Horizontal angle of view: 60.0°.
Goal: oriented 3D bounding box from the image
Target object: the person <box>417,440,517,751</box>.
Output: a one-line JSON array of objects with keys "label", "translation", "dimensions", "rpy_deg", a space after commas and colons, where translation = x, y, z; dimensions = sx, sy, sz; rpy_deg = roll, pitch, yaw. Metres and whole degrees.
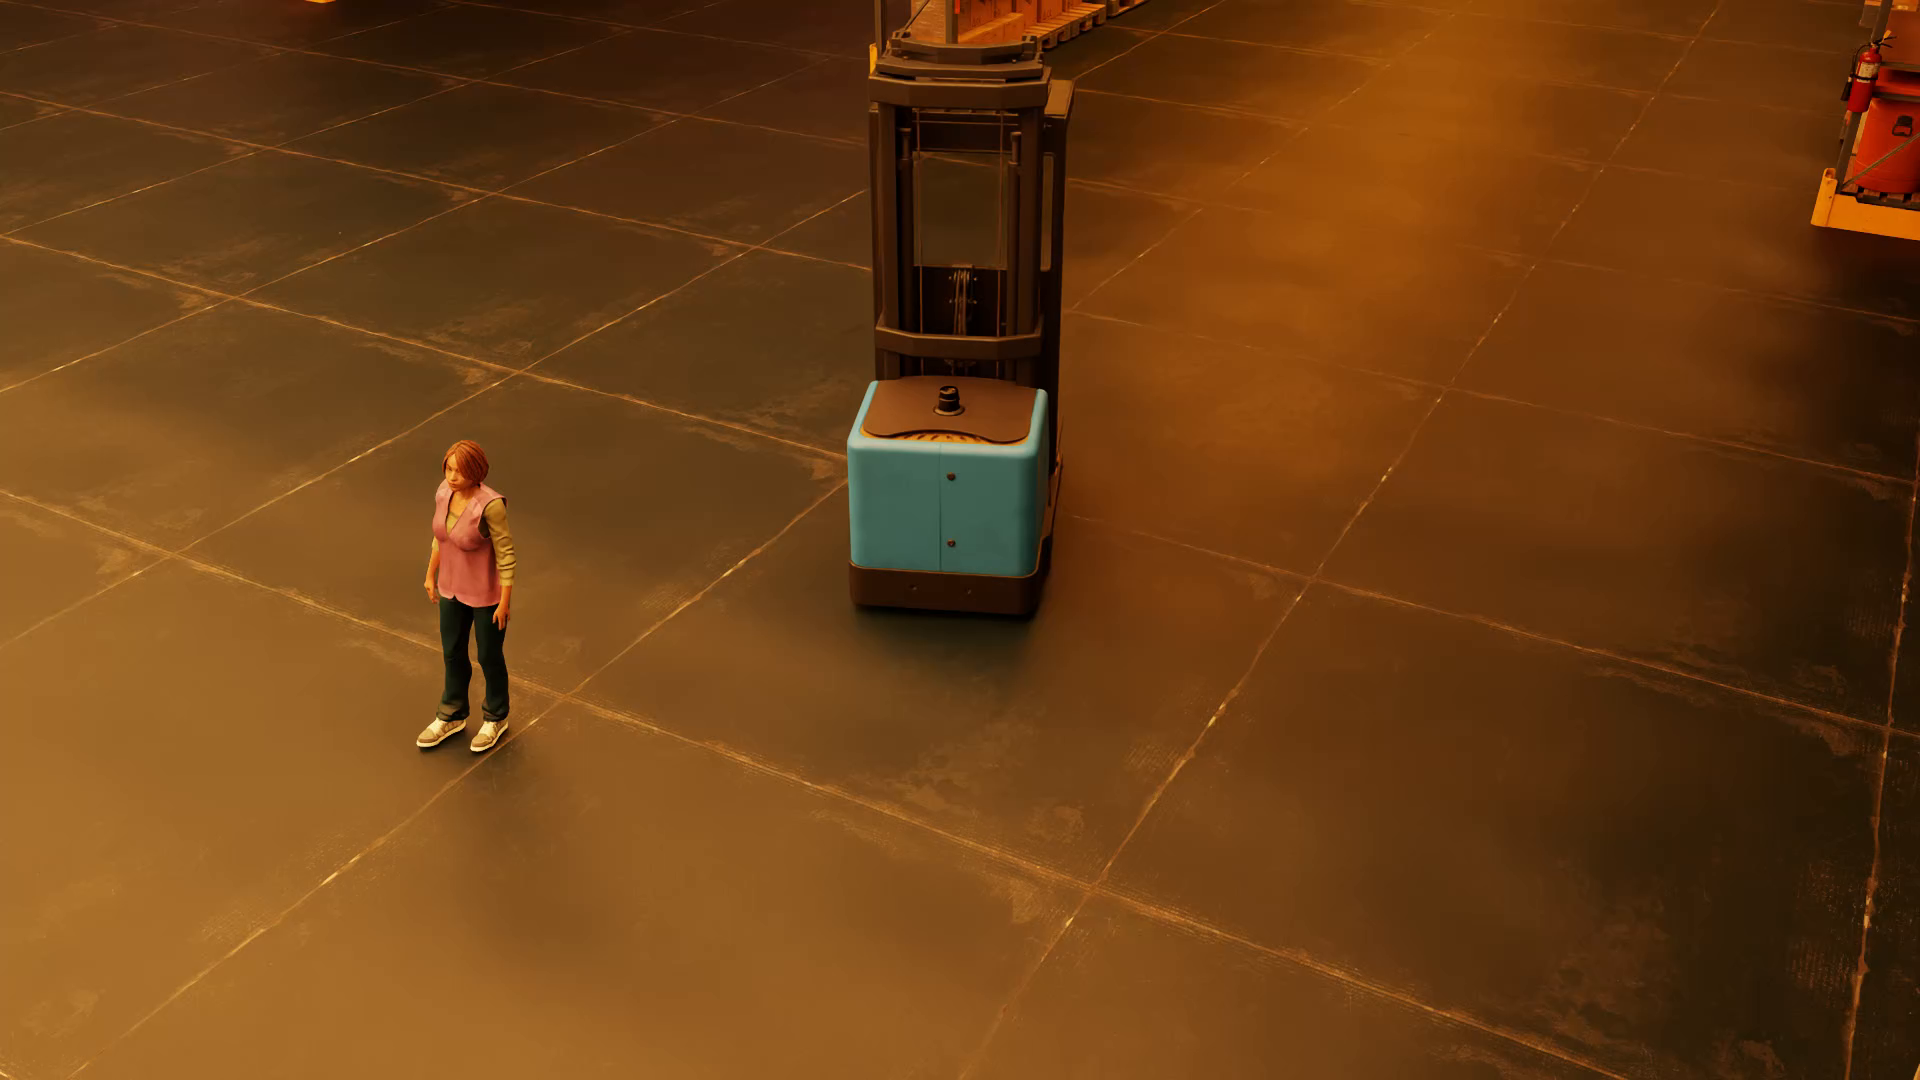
[{"label": "person", "translation": [-2.362, 0.290, 7.888], "dimensions": [0.521, 1.599, 0.472], "rpy_deg": [15, 33, 24]}]

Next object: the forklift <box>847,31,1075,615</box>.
[{"label": "forklift", "translation": [0.072, -1.572, 9.794], "dimensions": [1.130, 2.935, 3.031], "rpy_deg": [3, 30, 6]}]
